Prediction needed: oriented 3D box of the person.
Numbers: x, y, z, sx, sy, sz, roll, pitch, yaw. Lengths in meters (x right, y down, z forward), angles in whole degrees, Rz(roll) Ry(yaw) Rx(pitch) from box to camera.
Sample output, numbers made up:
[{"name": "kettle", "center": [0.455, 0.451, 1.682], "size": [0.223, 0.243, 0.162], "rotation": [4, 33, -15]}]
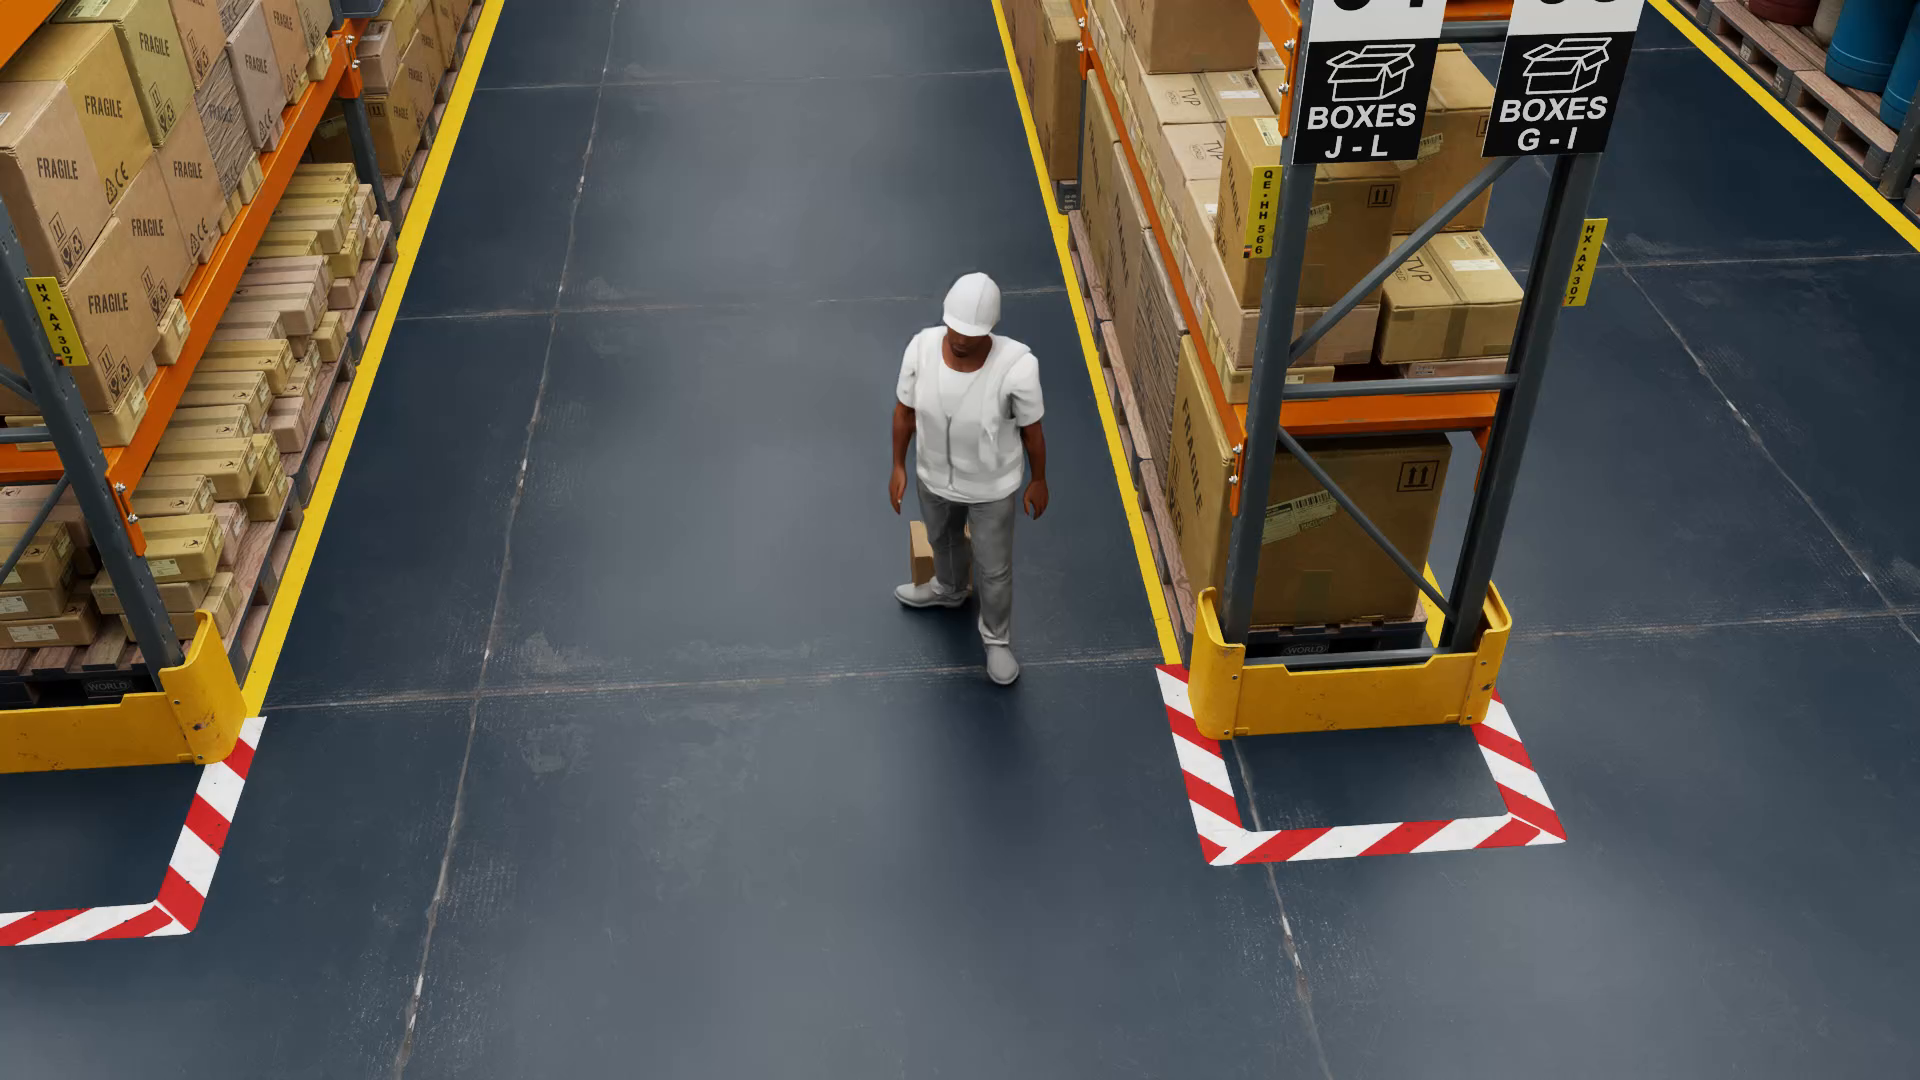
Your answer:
[{"name": "person", "center": [-0.008, -0.277, 6.468], "size": [0.703, 1.761, 0.451], "rotation": [18, 42, 21]}]
